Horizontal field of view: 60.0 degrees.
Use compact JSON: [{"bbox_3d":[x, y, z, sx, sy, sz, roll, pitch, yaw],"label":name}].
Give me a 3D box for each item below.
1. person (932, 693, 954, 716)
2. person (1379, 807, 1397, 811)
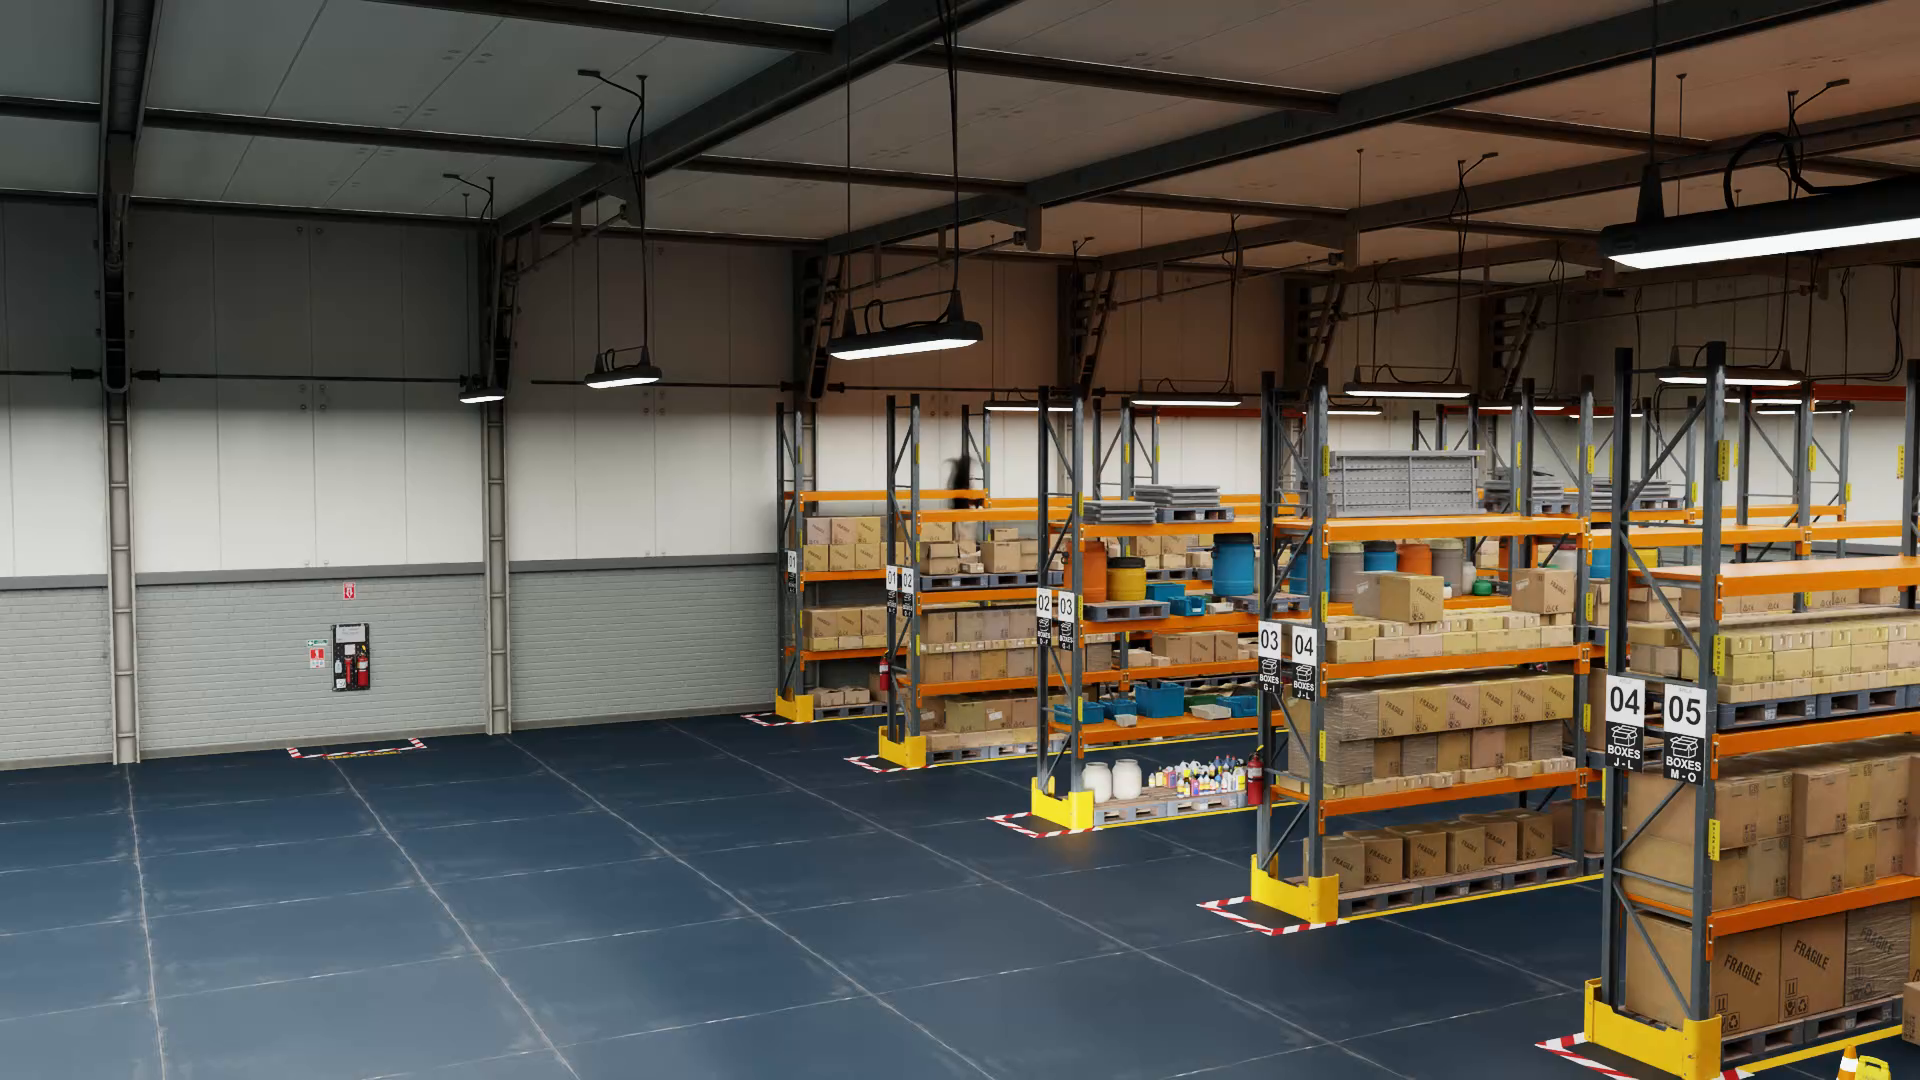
[{"bbox_3d":[-0.224,2.789,29.668,1.018,1.422,0.565,-1,3,-15],"label":"person"},{"bbox_3d":[6.122,3.065,23.549,0.955,1.552,0.668,-2,4,-30],"label":"person"}]
